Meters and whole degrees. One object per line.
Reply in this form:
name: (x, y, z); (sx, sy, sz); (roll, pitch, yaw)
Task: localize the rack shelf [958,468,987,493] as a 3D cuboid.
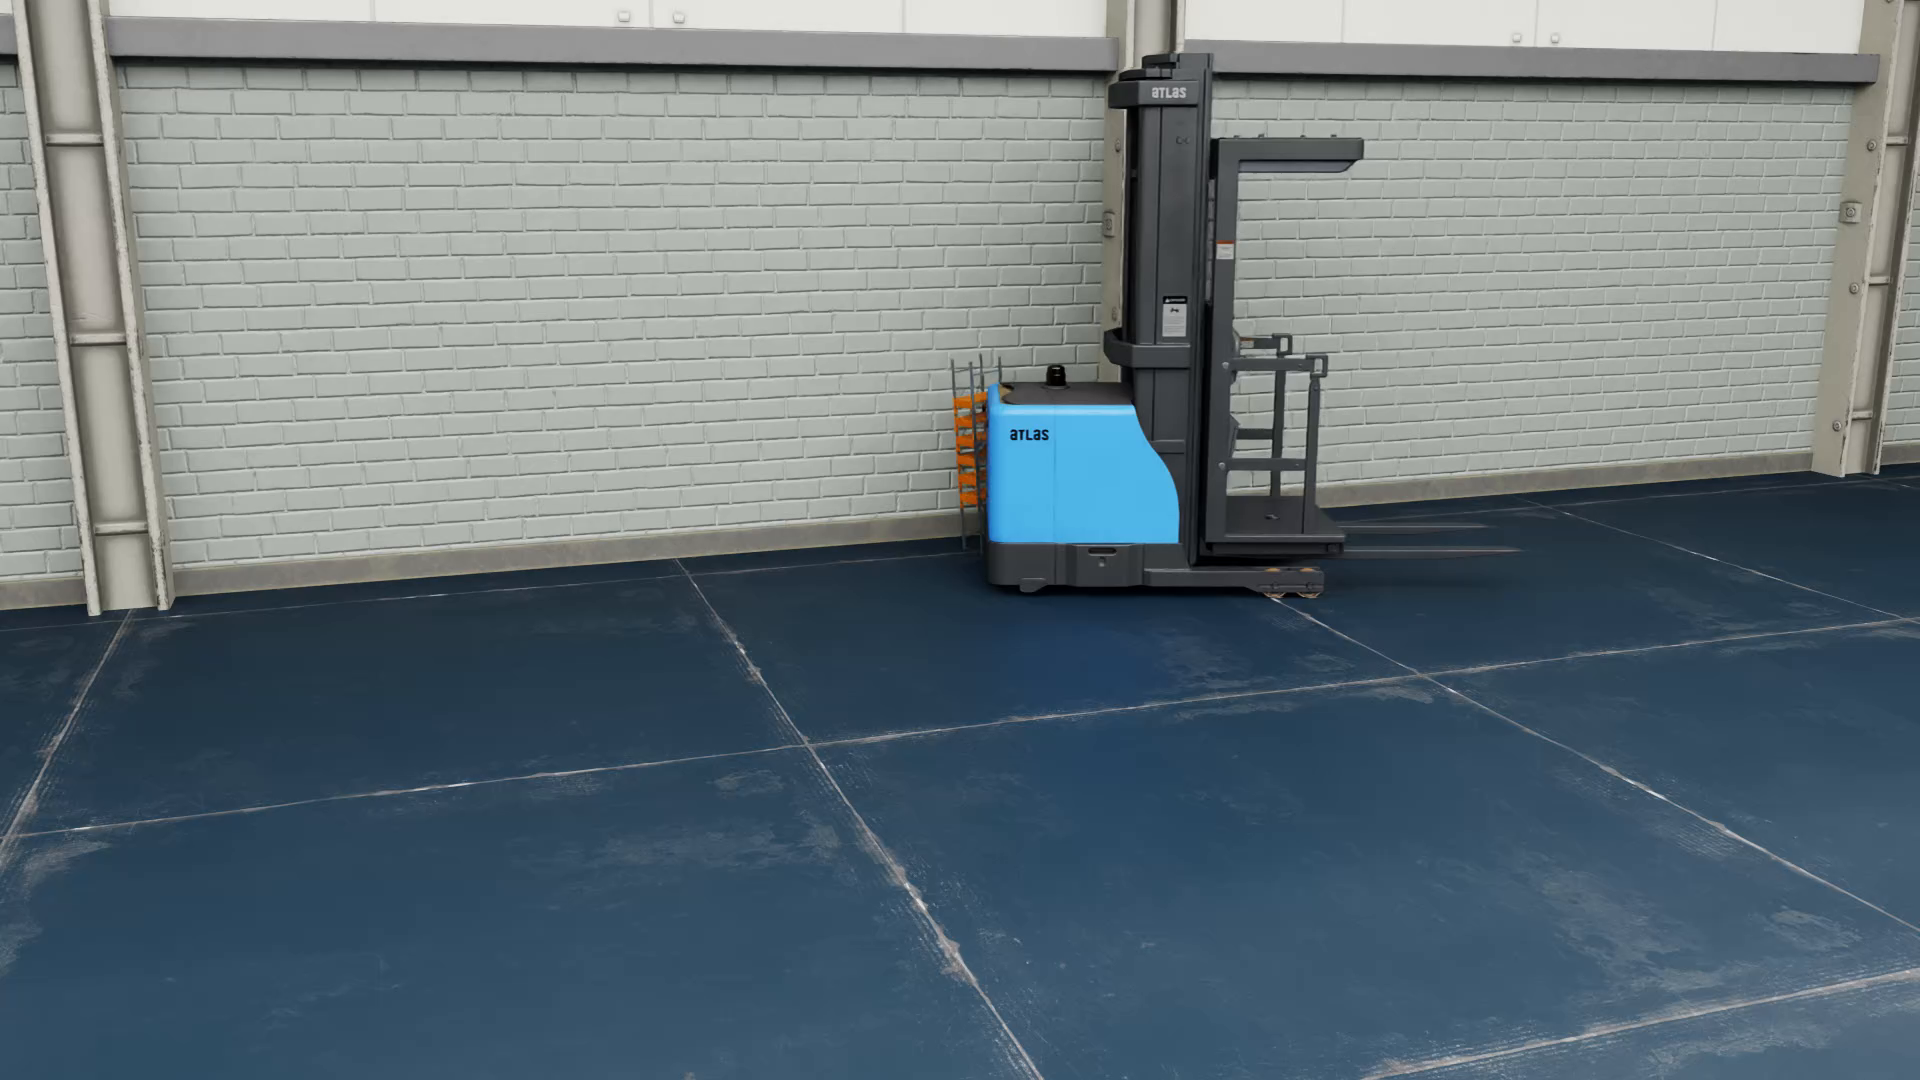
rack shelf: (0.143, -0.368, 10.265); (0.258, 0.103, 0.180); (-15, 19, -35)

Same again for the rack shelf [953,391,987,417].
rack shelf: (0.113, -0.829, 10.135); (0.258, 0.103, 0.180); (-15, 19, -35)

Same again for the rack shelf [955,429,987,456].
rack shelf: (0.128, -0.598, 10.200); (0.258, 0.103, 0.180); (-15, 19, -35)

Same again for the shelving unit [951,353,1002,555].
shelving unit: (0.133, -0.526, 10.220); (0.258, 1.200, 0.189); (-15, 19, -35)

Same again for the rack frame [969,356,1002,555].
rack frame: (0.188, -0.510, 10.149); (0.240, 1.200, 0.006); (-15, 19, -35)

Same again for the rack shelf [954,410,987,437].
rack shelf: (0.121, -0.714, 10.167); (0.258, 0.103, 0.180); (-15, 19, -35)

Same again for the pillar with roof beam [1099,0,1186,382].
pillar with roof beam: (2.517, -3.518, 5.985); (0.400, 9.000, 9.100); (-4, 14, -18)

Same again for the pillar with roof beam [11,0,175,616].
pillar with roof beam: (-3.170, -3.075, 4.123); (0.400, 9.000, 9.100); (-4, 14, -18)

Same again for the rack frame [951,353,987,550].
rack frame: (0.077, -0.542, 10.291); (0.240, 1.200, 0.006); (-15, 19, -35)

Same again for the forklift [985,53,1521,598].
forklift: (1.666, -1.224, 9.456); (3.031, 2.935, 1.130); (0, 13, 0)

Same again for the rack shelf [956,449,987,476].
rack shelf: (0.136, -0.483, 10.232); (0.258, 0.103, 0.180); (-15, 19, -35)

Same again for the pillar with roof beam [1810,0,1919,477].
pillar with roof beam: (8.204, -3.960, 7.847); (0.400, 9.000, 9.100); (-4, 14, -18)

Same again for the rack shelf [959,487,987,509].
rack shelf: (0.151, -0.253, 10.297); (0.258, 0.103, 0.180); (-15, 19, -35)
